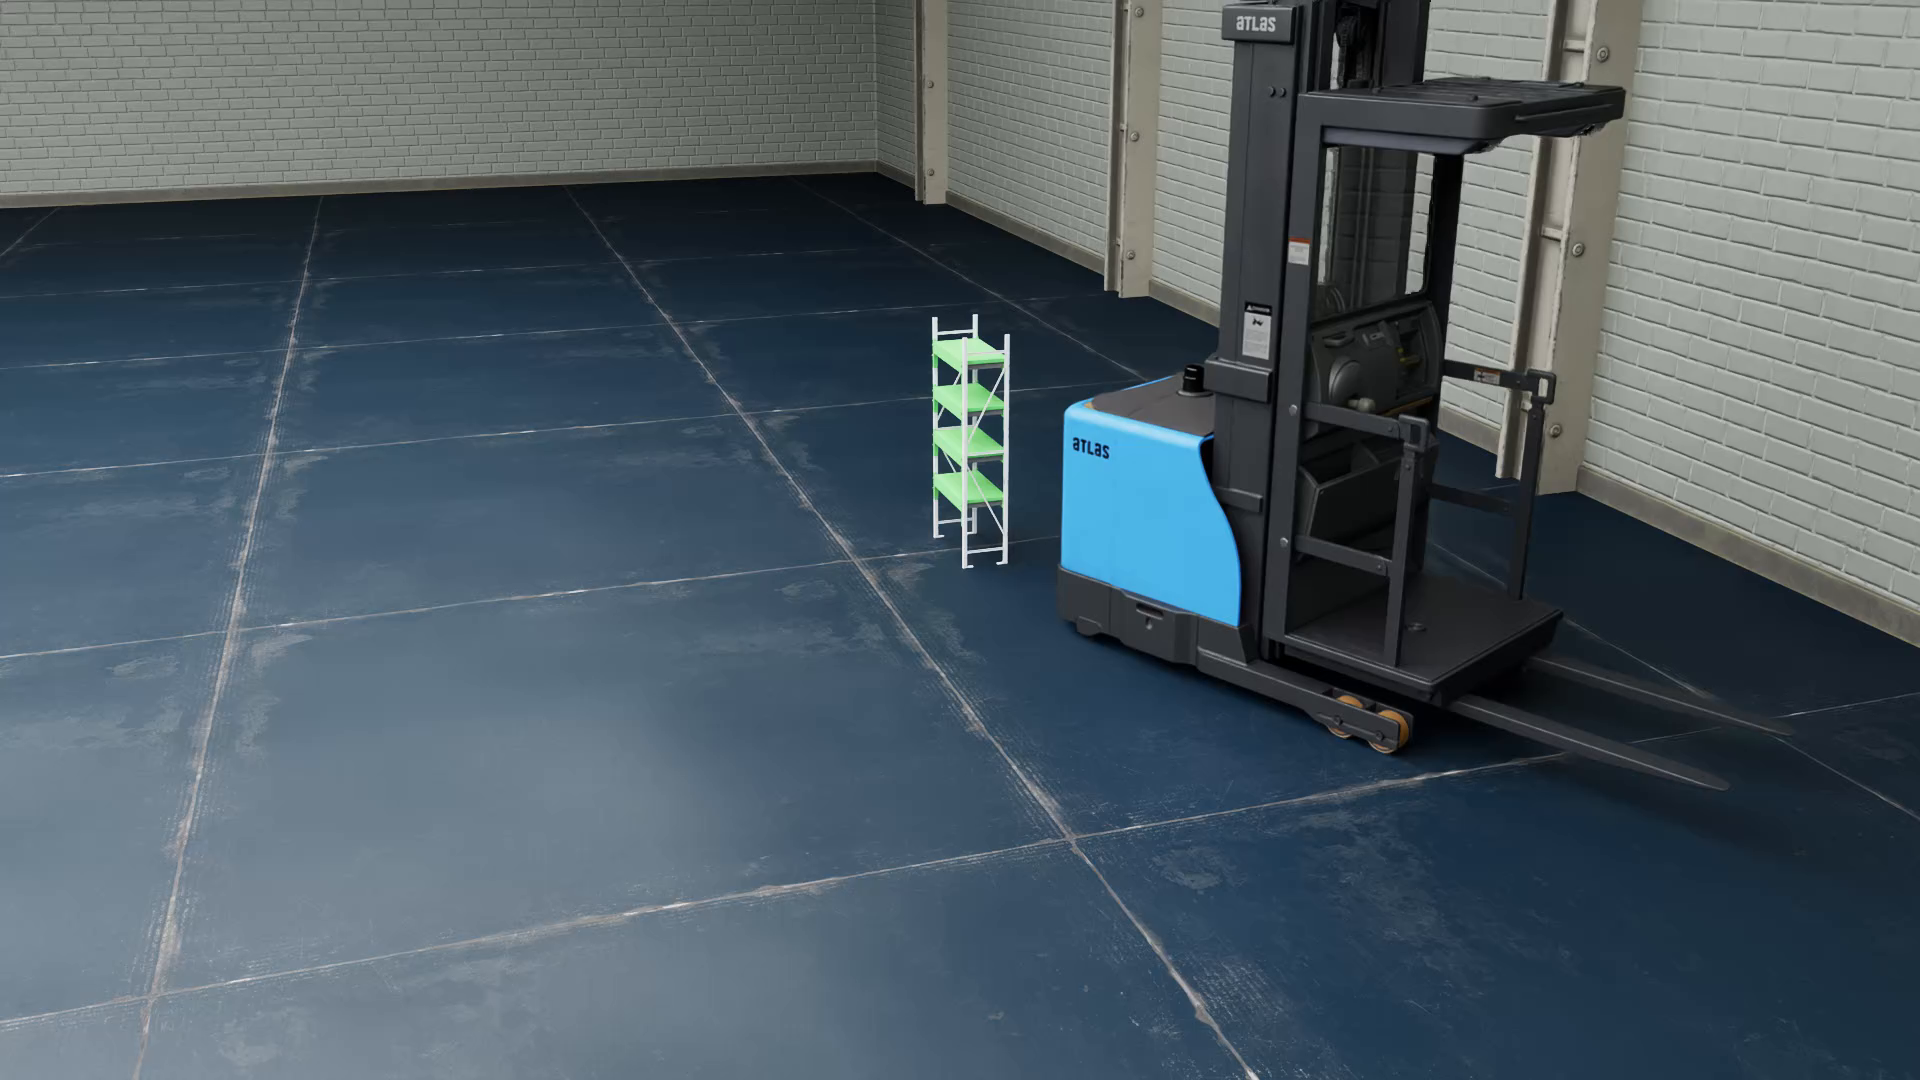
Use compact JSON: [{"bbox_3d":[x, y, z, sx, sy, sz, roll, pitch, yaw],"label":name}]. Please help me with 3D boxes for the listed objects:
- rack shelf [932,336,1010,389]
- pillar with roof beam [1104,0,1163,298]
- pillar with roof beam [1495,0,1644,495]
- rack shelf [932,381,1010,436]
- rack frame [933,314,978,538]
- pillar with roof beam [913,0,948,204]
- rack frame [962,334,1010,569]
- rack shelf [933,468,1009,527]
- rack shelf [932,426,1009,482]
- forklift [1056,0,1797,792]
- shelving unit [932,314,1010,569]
[{"bbox_3d":[0.052,-0.903,8.425,0.258,0.148,0.480,-6,21,-17],"label":"rack shelf"},{"bbox_3d":[-2.551,-6.043,12.428,9.100,9.000,0.400,-6,21,-17],"label":"pillar with roof beam"},{"bbox_3d":[-0.666,-4.117,7.067,9.100,9.000,0.400,-6,21,-17],"label":"pillar with roof beam"},{"bbox_3d":[0.052,-0.677,8.506,0.258,0.148,0.480,-6,21,-17],"label":"rack shelf"},{"bbox_3d":[-0.025,-0.590,8.784,0.240,1.200,0.015,-6,21,-17],"label":"rack frame"},{"bbox_3d":[-4.437,-7.968,17.788,9.100,9.000,0.400,-6,21,-17],"label":"pillar with roof beam"},{"bbox_3d":[0.129,-0.433,8.348,0.240,1.200,0.015,-6,21,-17],"label":"rack frame"},{"bbox_3d":[0.052,-0.226,8.669,0.258,0.148,0.480,-6,21,-17],"label":"rack shelf"},{"bbox_3d":[0.052,-0.451,8.587,0.258,0.148,0.480,-6,21,-17],"label":"rack shelf"},{"bbox_3d":[1.846,-0.734,6.624,1.130,2.935,3.031,-19,27,-42],"label":"forklift"},{"bbox_3d":[0.052,-0.512,8.566,0.258,1.200,0.503,-6,21,-17],"label":"shelving unit"}]
